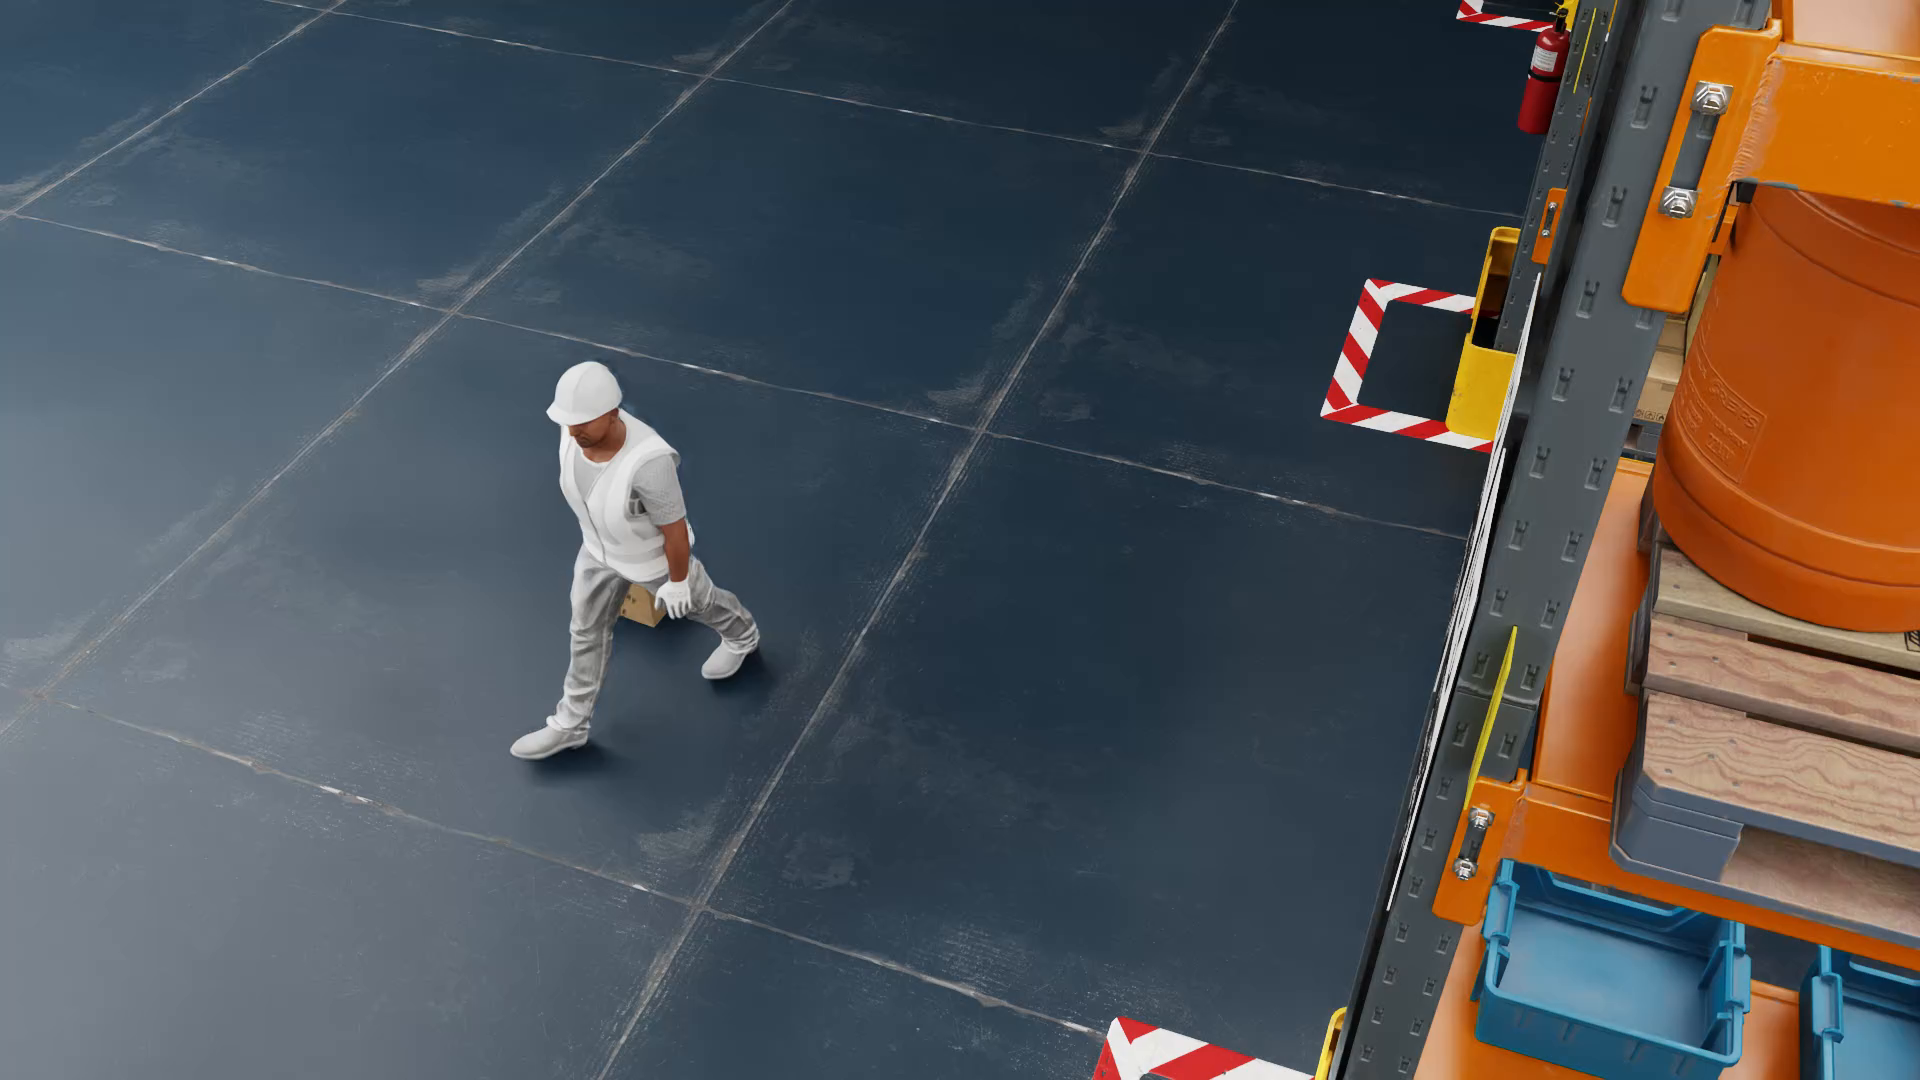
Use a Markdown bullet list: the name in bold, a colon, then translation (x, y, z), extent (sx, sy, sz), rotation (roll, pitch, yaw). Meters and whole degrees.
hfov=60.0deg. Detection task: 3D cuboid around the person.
- **person**: translation (-1.221, 0.047, 6.105), extent (0.581, 1.713, 1.072), rotation (26, 47, 27)
